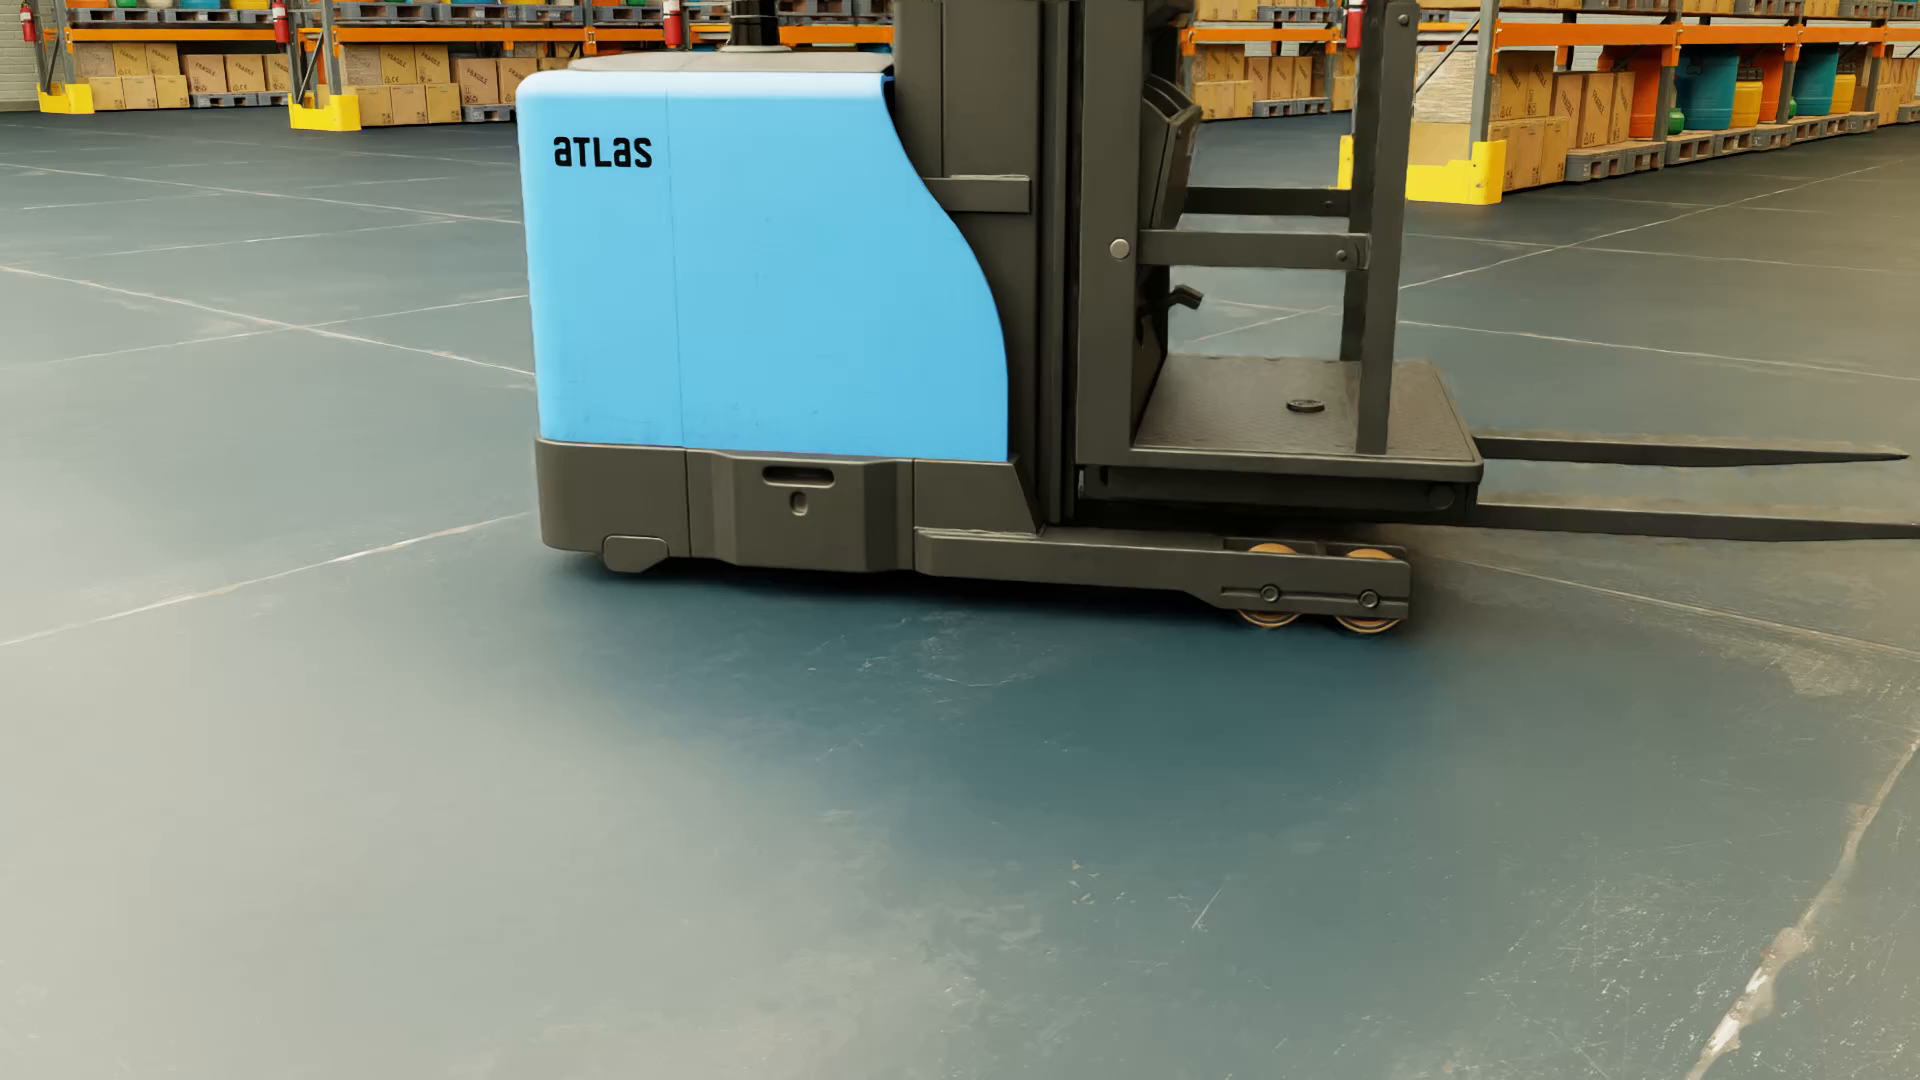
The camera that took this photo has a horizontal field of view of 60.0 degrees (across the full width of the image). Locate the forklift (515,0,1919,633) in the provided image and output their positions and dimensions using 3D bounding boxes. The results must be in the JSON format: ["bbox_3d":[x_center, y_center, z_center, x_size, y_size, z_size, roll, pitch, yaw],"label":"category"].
[{"bbox_3d":[0.636,-1.383,3.453,3.031,2.935,1.130,3,17,10],"label":"forklift"}]
